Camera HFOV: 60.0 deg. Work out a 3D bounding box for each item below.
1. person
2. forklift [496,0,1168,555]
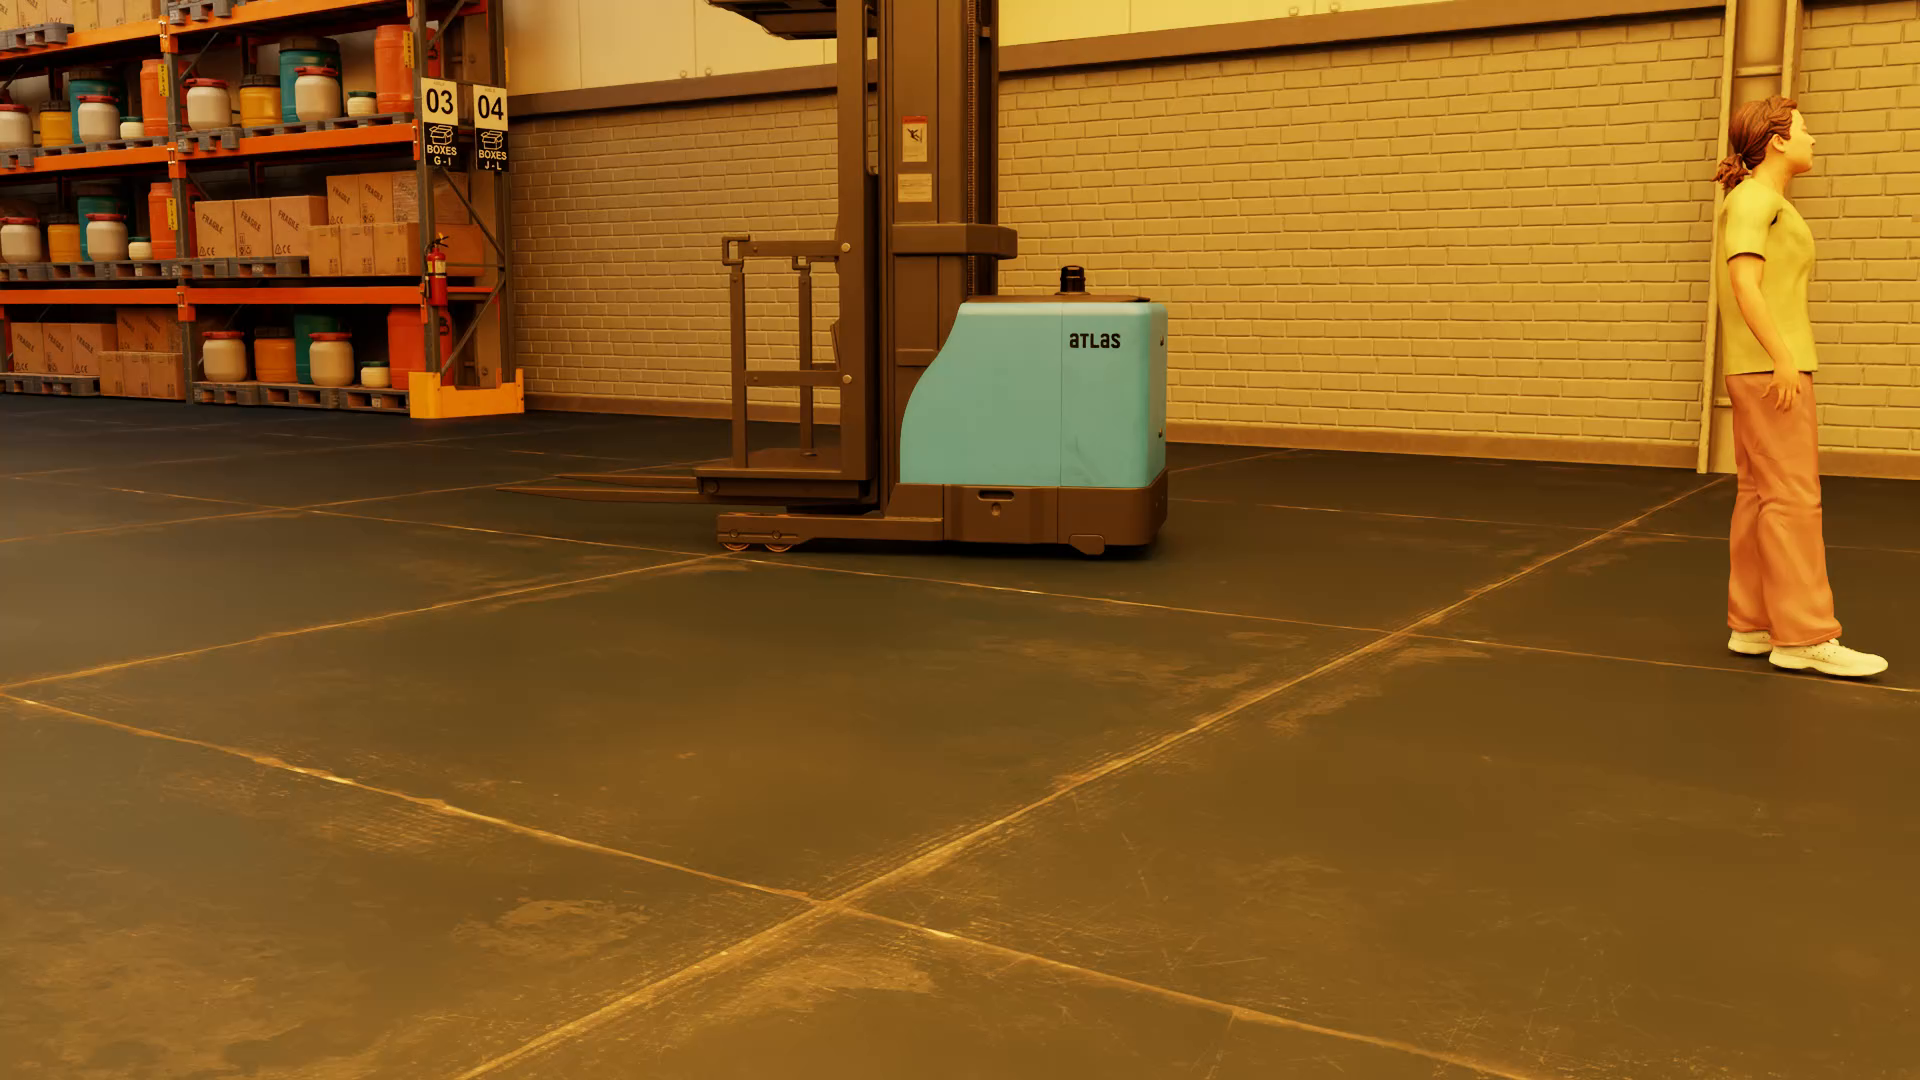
[{"bbox_3d":[2.496,-0.478,4.958,0.548,1.673,0.555,4,9,24],"label":"person"},{"bbox_3d":[-0.596,-1.469,7.520,3.031,2.935,1.130,2,8,12],"label":"forklift"}]
